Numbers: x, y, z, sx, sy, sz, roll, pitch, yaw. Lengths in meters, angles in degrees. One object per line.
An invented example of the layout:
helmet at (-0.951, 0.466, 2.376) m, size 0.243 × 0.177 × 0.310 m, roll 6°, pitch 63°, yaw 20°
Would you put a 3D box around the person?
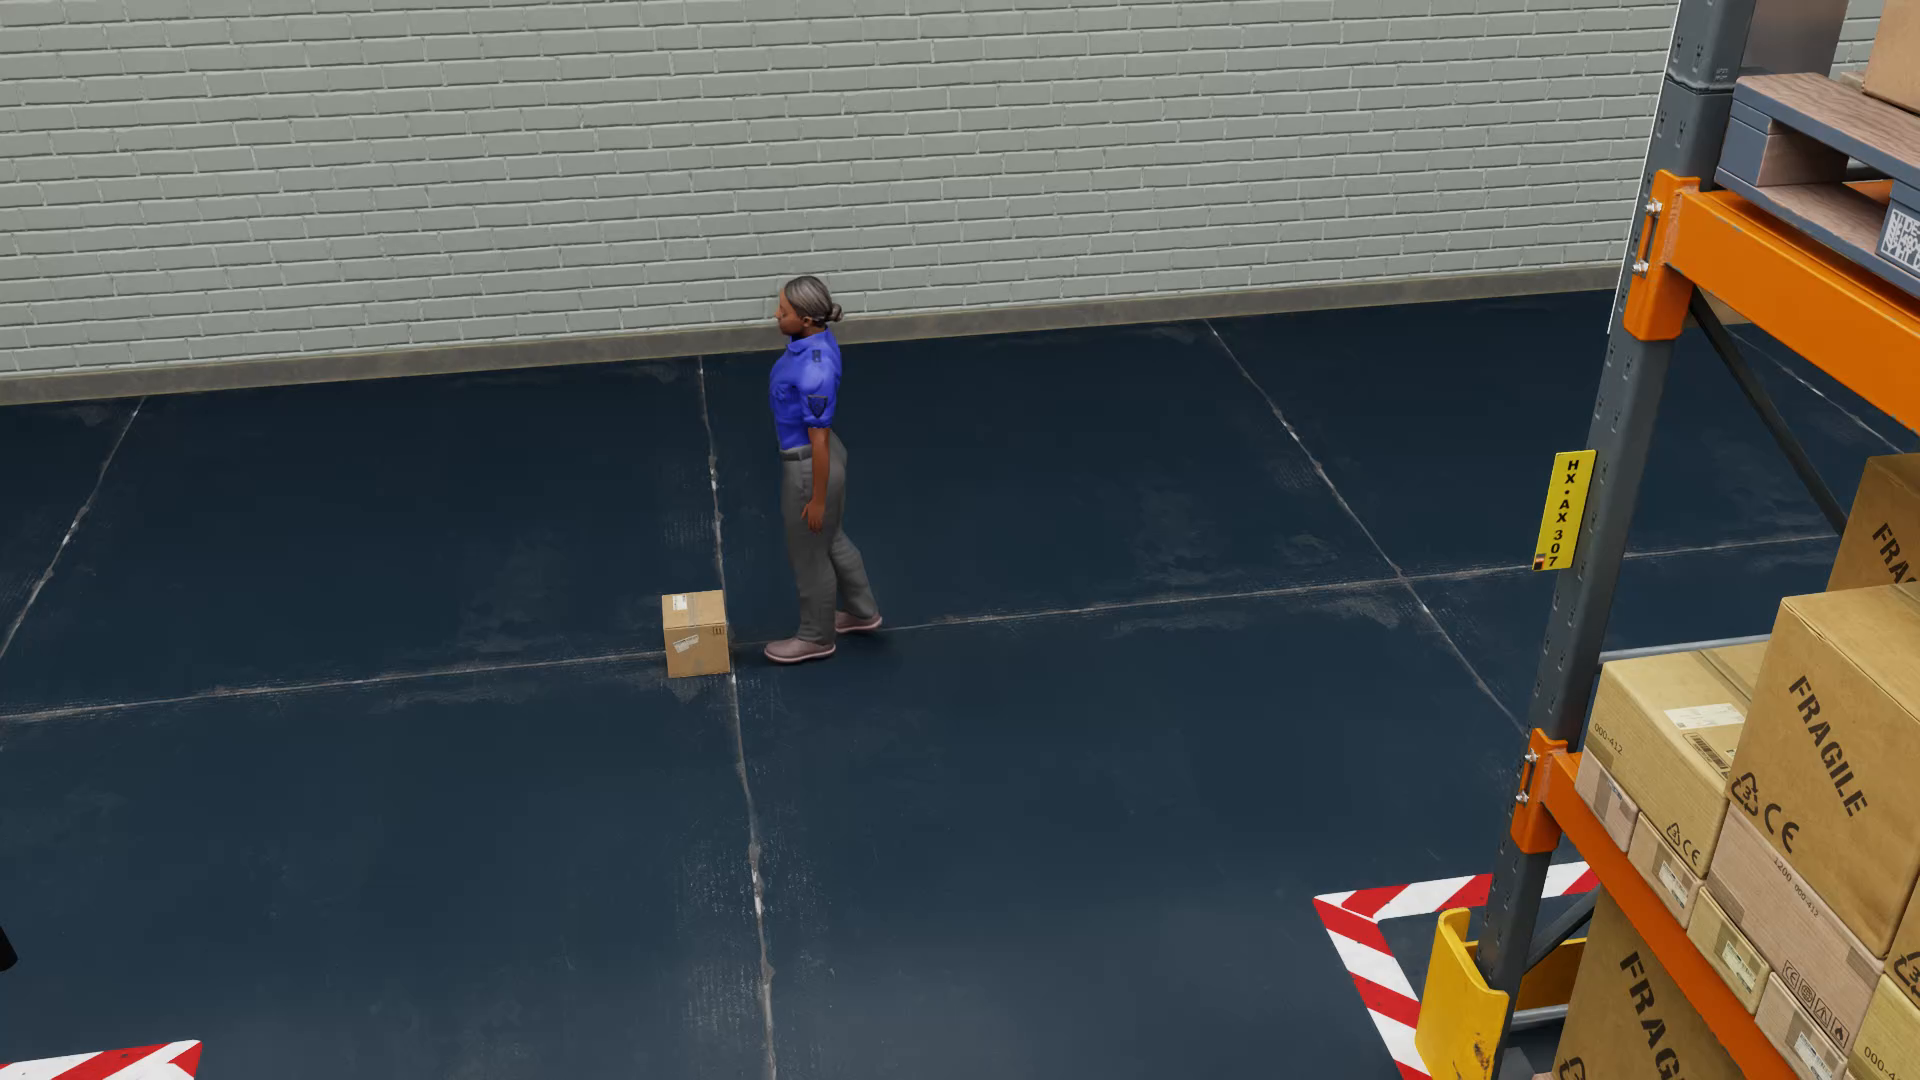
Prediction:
person at (-0.570, -0.270, 6.577) m, size 0.490 × 1.666 × 0.474 m, roll -1°, pitch 31°, yaw -1°
